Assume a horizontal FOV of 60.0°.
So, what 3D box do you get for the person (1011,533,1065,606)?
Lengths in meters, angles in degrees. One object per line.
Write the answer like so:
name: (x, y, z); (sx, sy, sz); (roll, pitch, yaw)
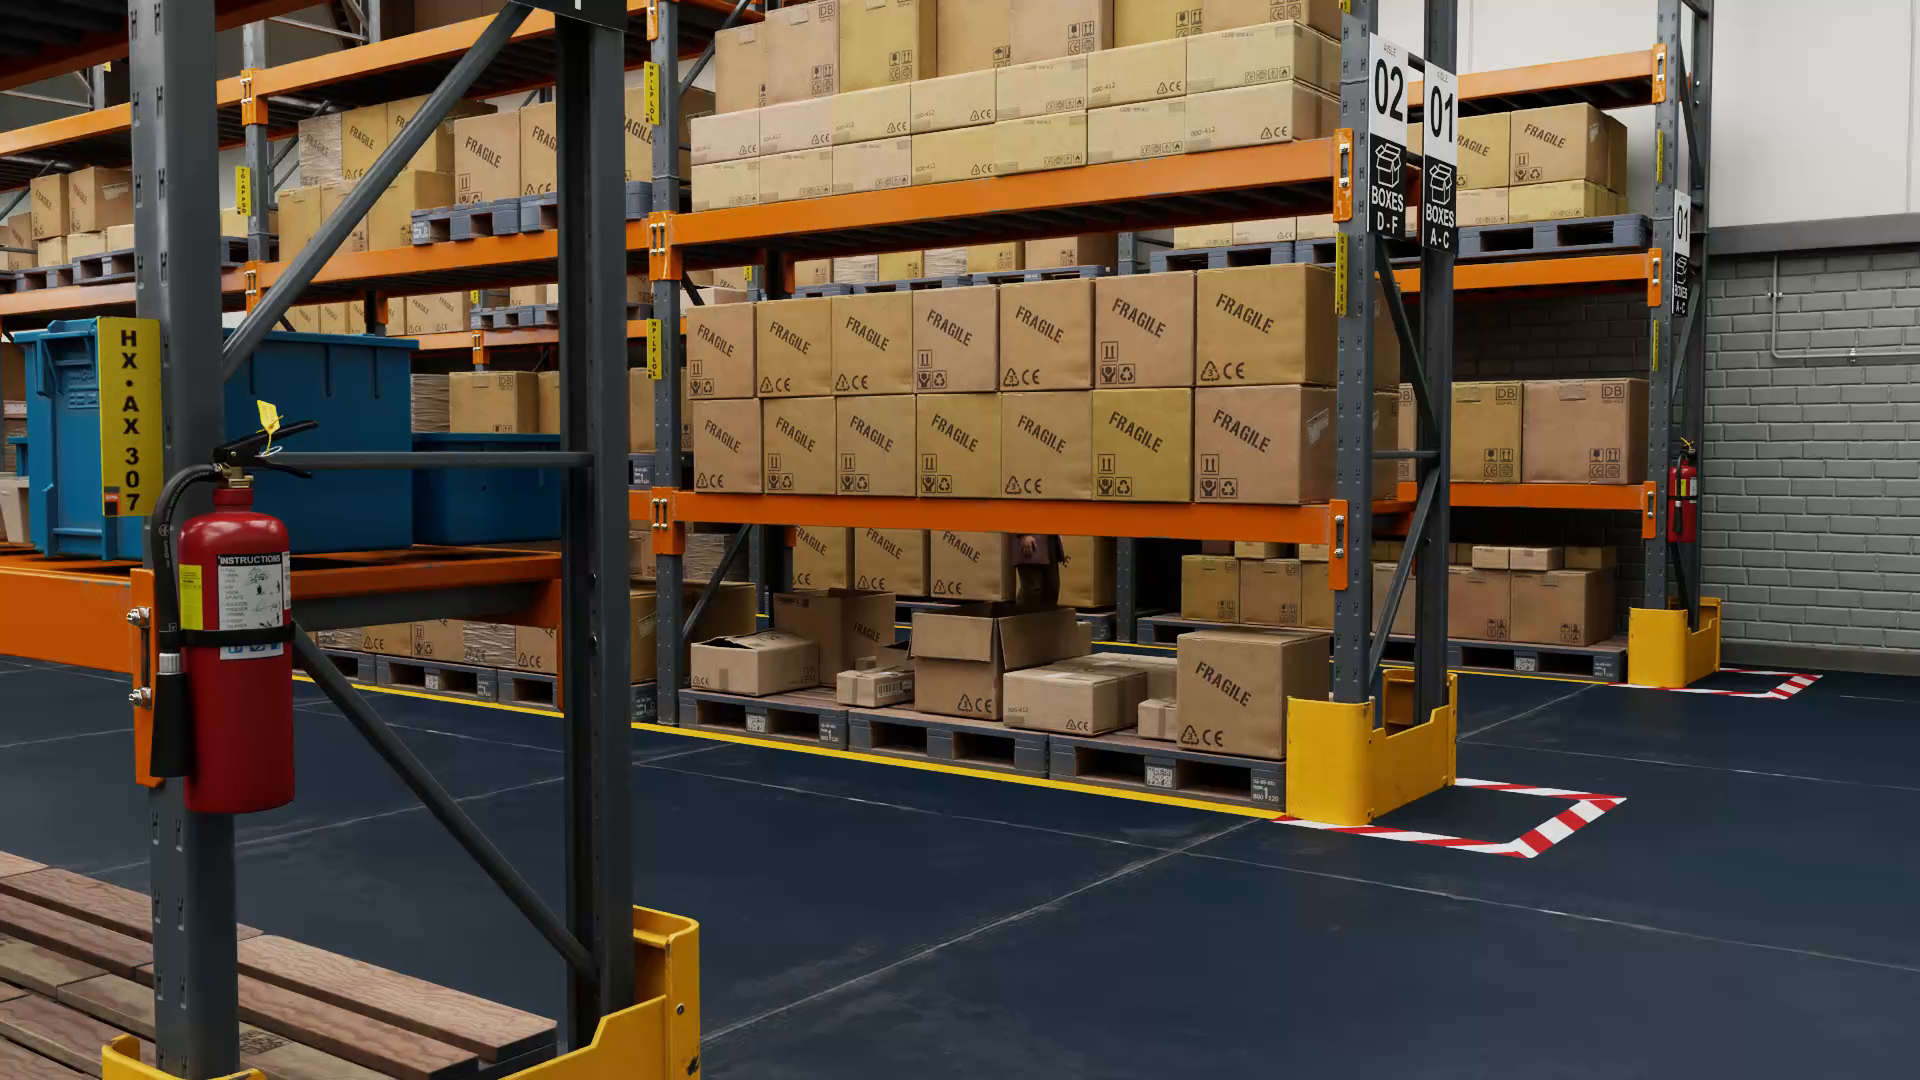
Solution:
person: (0.587, -0.029, 12.426); (0.425, 1.774, 0.642); (2, 4, 31)
